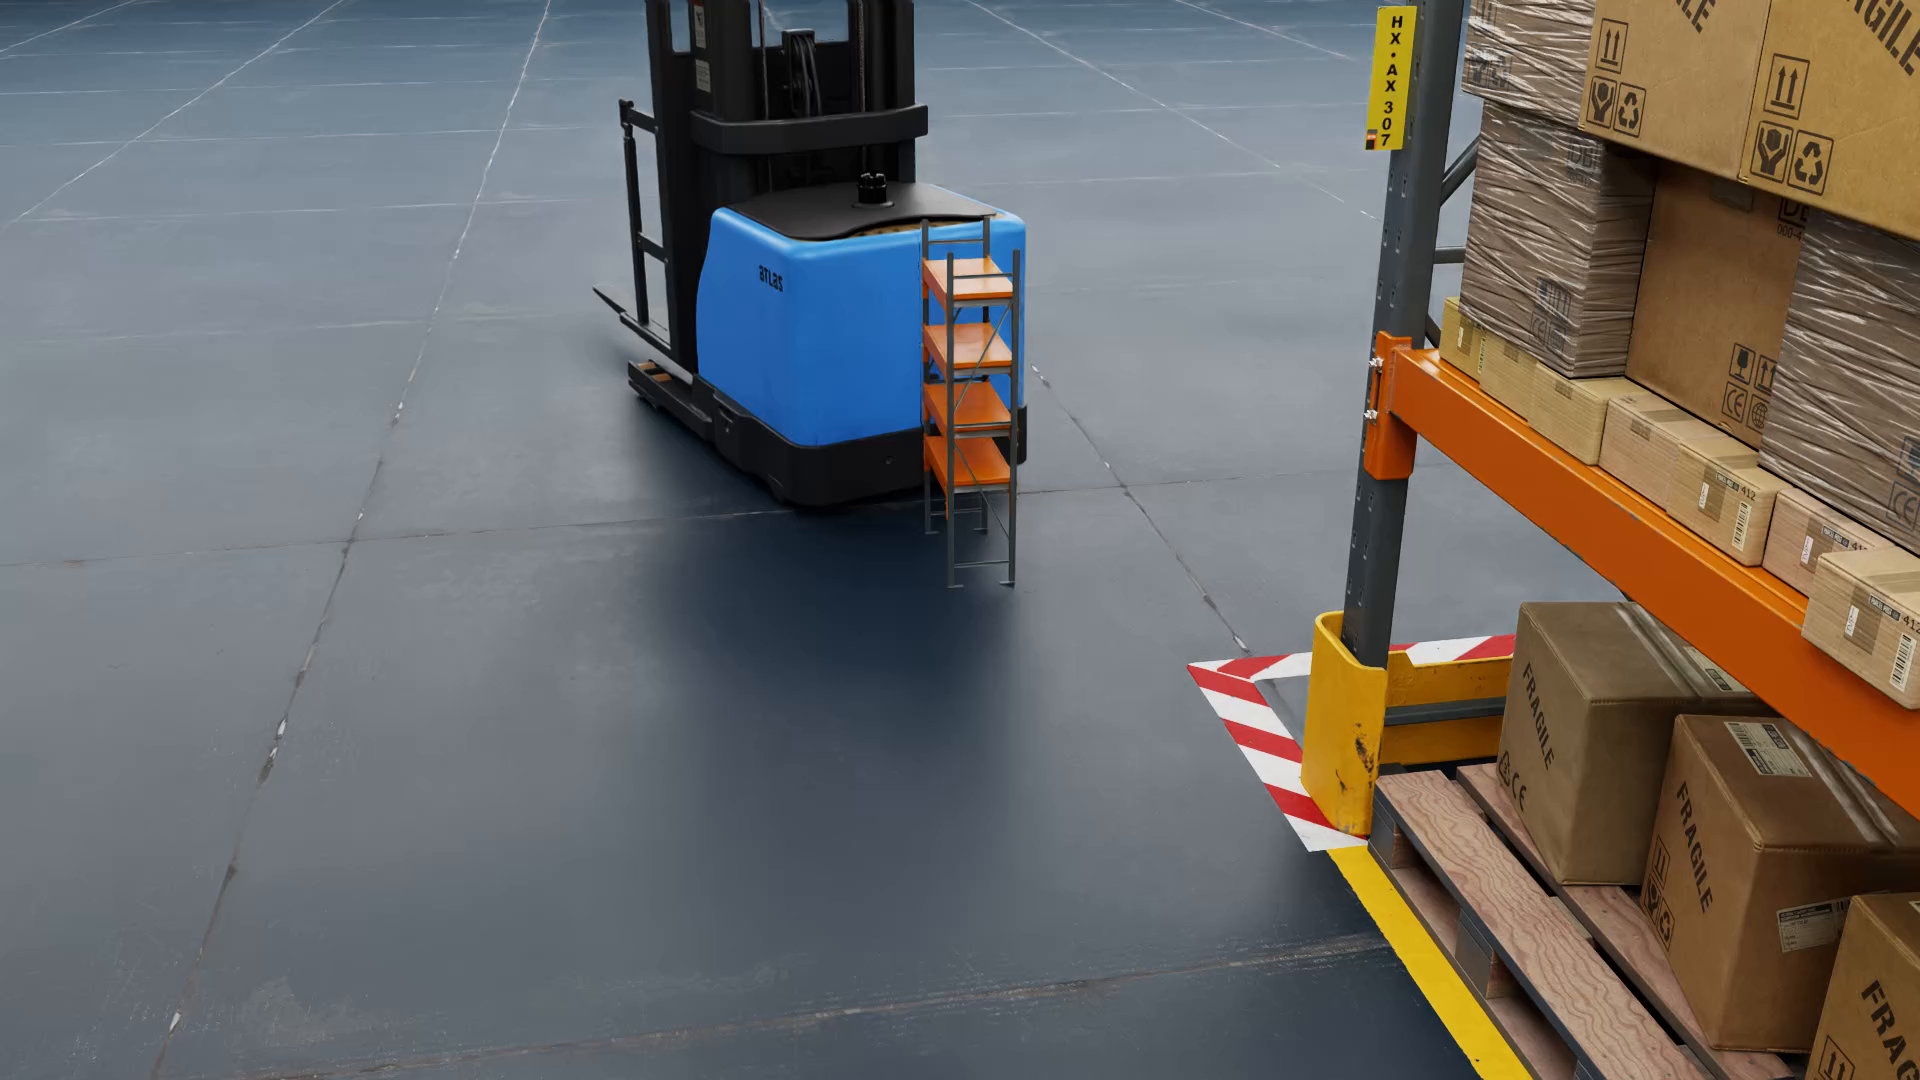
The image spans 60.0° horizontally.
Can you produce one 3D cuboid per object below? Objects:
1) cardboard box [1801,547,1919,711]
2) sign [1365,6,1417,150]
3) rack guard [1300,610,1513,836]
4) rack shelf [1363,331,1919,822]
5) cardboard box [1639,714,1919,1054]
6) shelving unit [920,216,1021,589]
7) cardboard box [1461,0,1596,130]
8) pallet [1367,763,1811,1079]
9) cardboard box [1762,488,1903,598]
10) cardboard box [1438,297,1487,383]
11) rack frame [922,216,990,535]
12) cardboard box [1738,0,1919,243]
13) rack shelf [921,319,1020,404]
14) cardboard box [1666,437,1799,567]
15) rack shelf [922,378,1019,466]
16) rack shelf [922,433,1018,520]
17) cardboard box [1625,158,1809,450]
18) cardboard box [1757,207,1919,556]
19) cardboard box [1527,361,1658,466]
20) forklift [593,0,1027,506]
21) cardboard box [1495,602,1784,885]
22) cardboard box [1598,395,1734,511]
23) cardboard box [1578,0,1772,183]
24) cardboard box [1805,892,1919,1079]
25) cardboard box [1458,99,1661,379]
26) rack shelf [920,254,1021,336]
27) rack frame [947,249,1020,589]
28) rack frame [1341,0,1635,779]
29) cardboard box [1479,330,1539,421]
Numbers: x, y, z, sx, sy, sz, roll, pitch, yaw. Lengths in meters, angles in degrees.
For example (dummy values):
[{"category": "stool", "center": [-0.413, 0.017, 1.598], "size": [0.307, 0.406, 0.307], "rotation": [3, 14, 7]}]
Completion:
[{"category": "cardboard box", "center": [1.543, 0.122, 2.538], "size": [0.380, 0.149, 0.250], "rotation": [-4, 24, -10]}, {"category": "sign", "center": [1.009, -1.077, 3.886], "size": [0.100, 0.325, 0.005], "rotation": [-4, 24, -10]}, {"category": "rack guard", "center": [1.556, 0.455, 4.584], "size": [1.175, 0.500, 0.348], "rotation": [-4, 24, -10]}, {"category": "rack shelf", "center": [1.912, 0.396, 2.495], "size": [1.077, 0.370, 4.000], "rotation": [-4, 24, -10]}, {"category": "cardboard box", "center": [1.786, 0.712, 3.470], "size": [0.500, 0.500, 0.500], "rotation": [2, 24, 4]}, {"category": "shelving unit", "center": [0.031, -0.485, 5.861], "size": [0.258, 1.200, 0.503], "rotation": [-4, 24, -10]}, {"category": "cardboard box", "center": [1.376, -1.124, 3.331], "size": [0.500, 0.500, 0.500], "rotation": [-4, 24, -10]}, {"category": "pallet", "center": [1.672, 0.909, 3.904], "size": [1.003, 0.211, 1.213], "rotation": [-4, 24, -10]}, {"category": "cardboard box", "center": [1.599, 0.016, 2.780], "size": [0.380, 0.149, 0.250], "rotation": [-4, 24, -10]}, {"category": "cardboard box", "center": [1.361, -0.476, 3.905], "size": [0.380, 0.149, 0.250], "rotation": [-4, 24, -10]}, {"category": "rack frame", "center": [-0.014, -0.581, 6.081], "size": [0.240, 1.200, 0.015], "rotation": [-4, 24, -10]}, {"category": "cardboard box", "center": [1.556, -0.731, 2.429], "size": [0.500, 0.500, 0.500], "rotation": [-4, 24, -10]}, {"category": "rack shelf", "center": [0.031, -0.628, 5.798], "size": [0.258, 0.148, 0.480], "rotation": [-4, 24, -10]}, {"category": "cardboard box", "center": [1.526, -0.081, 3.001], "size": [0.380, 0.149, 0.250], "rotation": [-4, 24, -10]}, {"category": "rack shelf", "center": [0.031, -0.423, 5.888], "size": [0.258, 0.148, 0.480], "rotation": [-4, 24, -10]}, {"category": "rack shelf", "center": [0.031, -0.241, 5.967], "size": [0.258, 0.148, 0.480], "rotation": [-4, 24, -10]}, {"category": "cardboard box", "center": [1.827, -0.496, 3.142], "size": [0.875, 0.500, 0.500], "rotation": [-4, 24, -10]}, {"category": "cardboard box", "center": [1.878, -0.297, 2.685], "size": [0.875, 0.500, 0.500], "rotation": [-4, 24, -10]}, {"category": "cardboard box", "center": [1.420, -0.276, 3.449], "size": [0.380, 0.149, 0.250], "rotation": [-4, 24, -10]}, {"category": "forklift", "center": [-0.893, -2.021, 7.215], "size": [1.130, 2.935, 3.031], "rotation": [-13, 27, -27]}, {"category": "cardboard box", "center": [1.641, 0.479, 4.003], "size": [0.500, 0.500, 0.500], "rotation": [0, 24, 0]}, {"category": "cardboard box", "center": [1.486, -0.180, 3.227], "size": [0.380, 0.149, 0.250], "rotation": [-4, 24, -10]}, {"category": "cardboard box", "center": [1.462, -0.927, 2.879], "size": [0.500, 0.500, 0.500], "rotation": [-4, 24, -10]}, {"category": "cardboard box", "center": [1.883, 0.960, 2.903], "size": [0.500, 0.500, 0.500], "rotation": [-2, 24, -5]}, {"category": "cardboard box", "center": [1.617, -0.684, 3.572], "size": [0.875, 0.500, 0.500], "rotation": [-4, 24, -10]}, {"category": "rack shelf", "center": [0.031, -0.845, 5.704], "size": [0.258, 0.148, 0.480], "rotation": [-4, 24, -10]}, {"category": "rack frame", "center": [0.076, -0.389, 5.641], "size": [0.240, 1.200, 0.015], "rotation": [-4, 24, -10]}, {"category": "rack frame", "center": [1.542, -0.720, 4.152], "size": [1.000, 3.000, 0.127], "rotation": [-4, 24, -10]}, {"category": "cardboard box", "center": [1.388, -0.376, 3.677], "size": [0.380, 0.149, 0.250], "rotation": [-4, 24, -10]}]
